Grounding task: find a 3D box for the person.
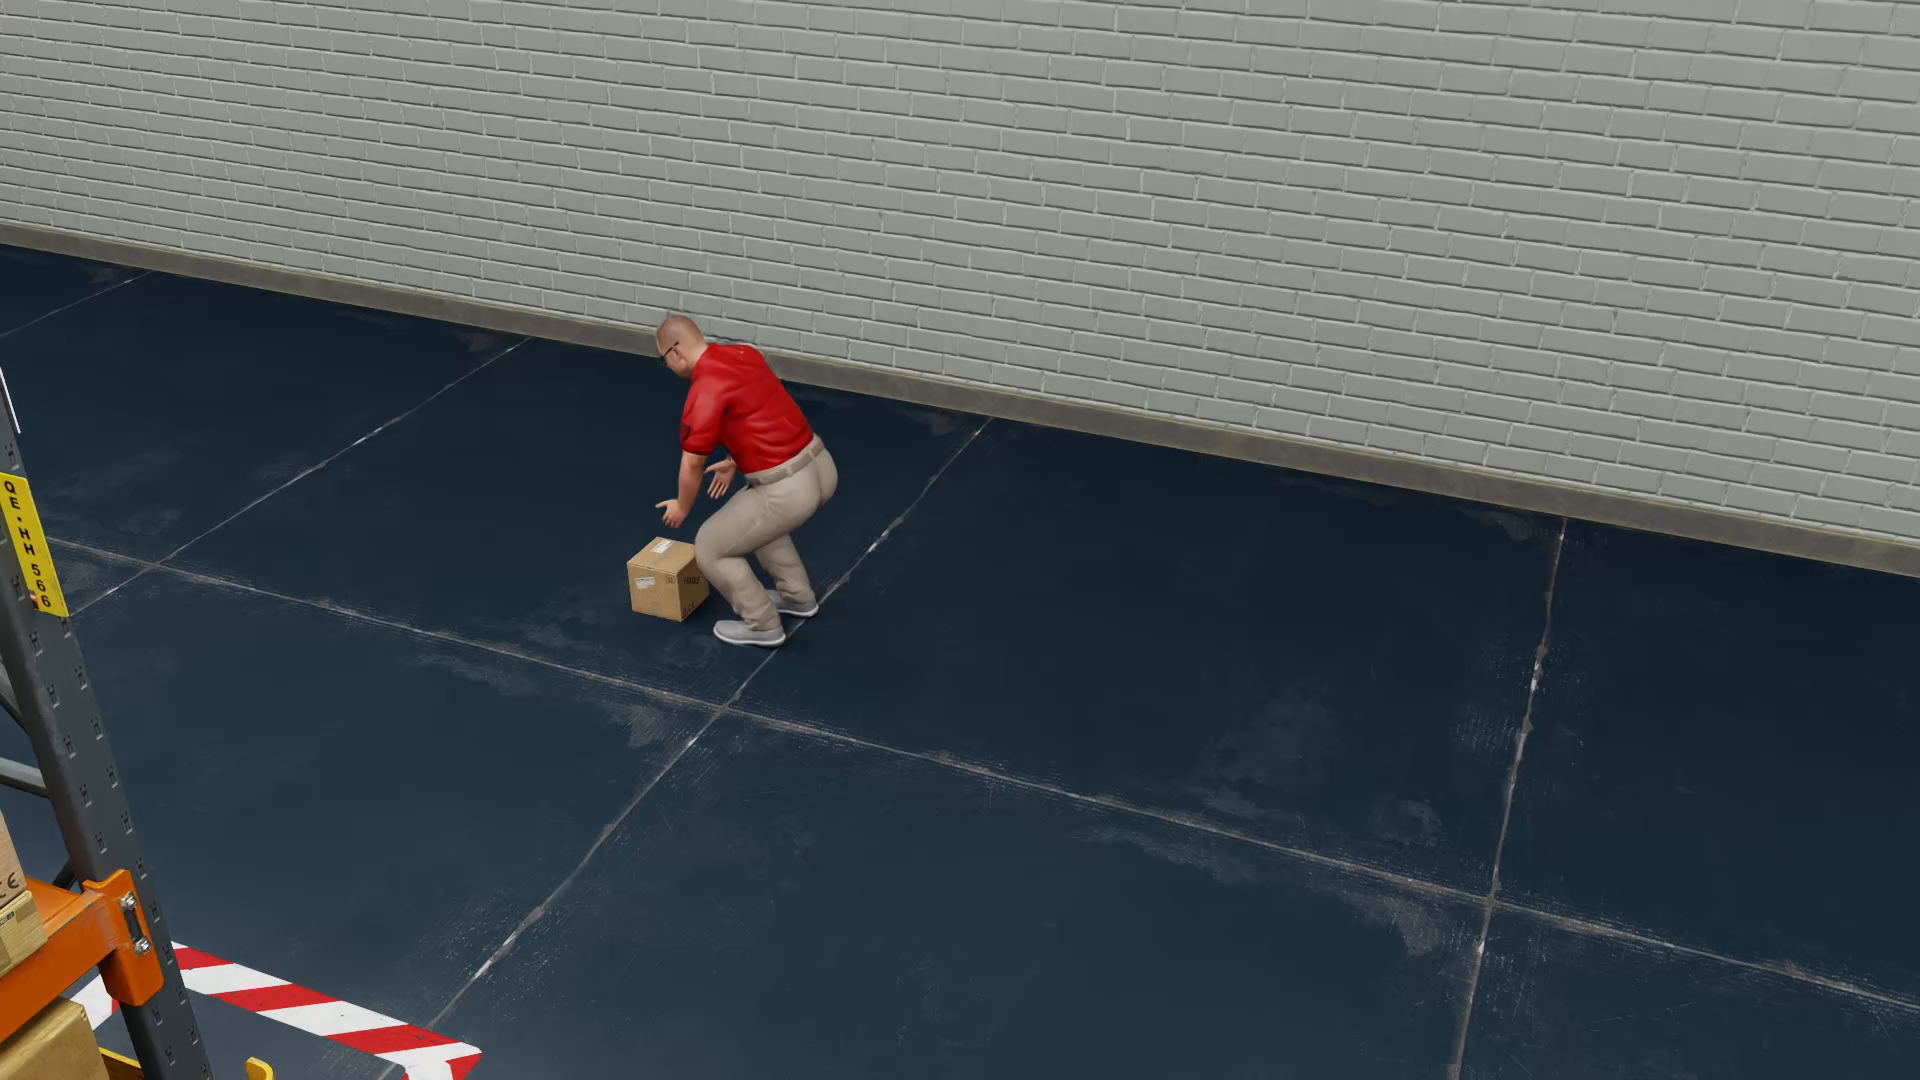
[{"bbox_3d":[-0.886,-0.232,6.889,0.707,1.409,0.590,11,31,19],"label":"person"}]
